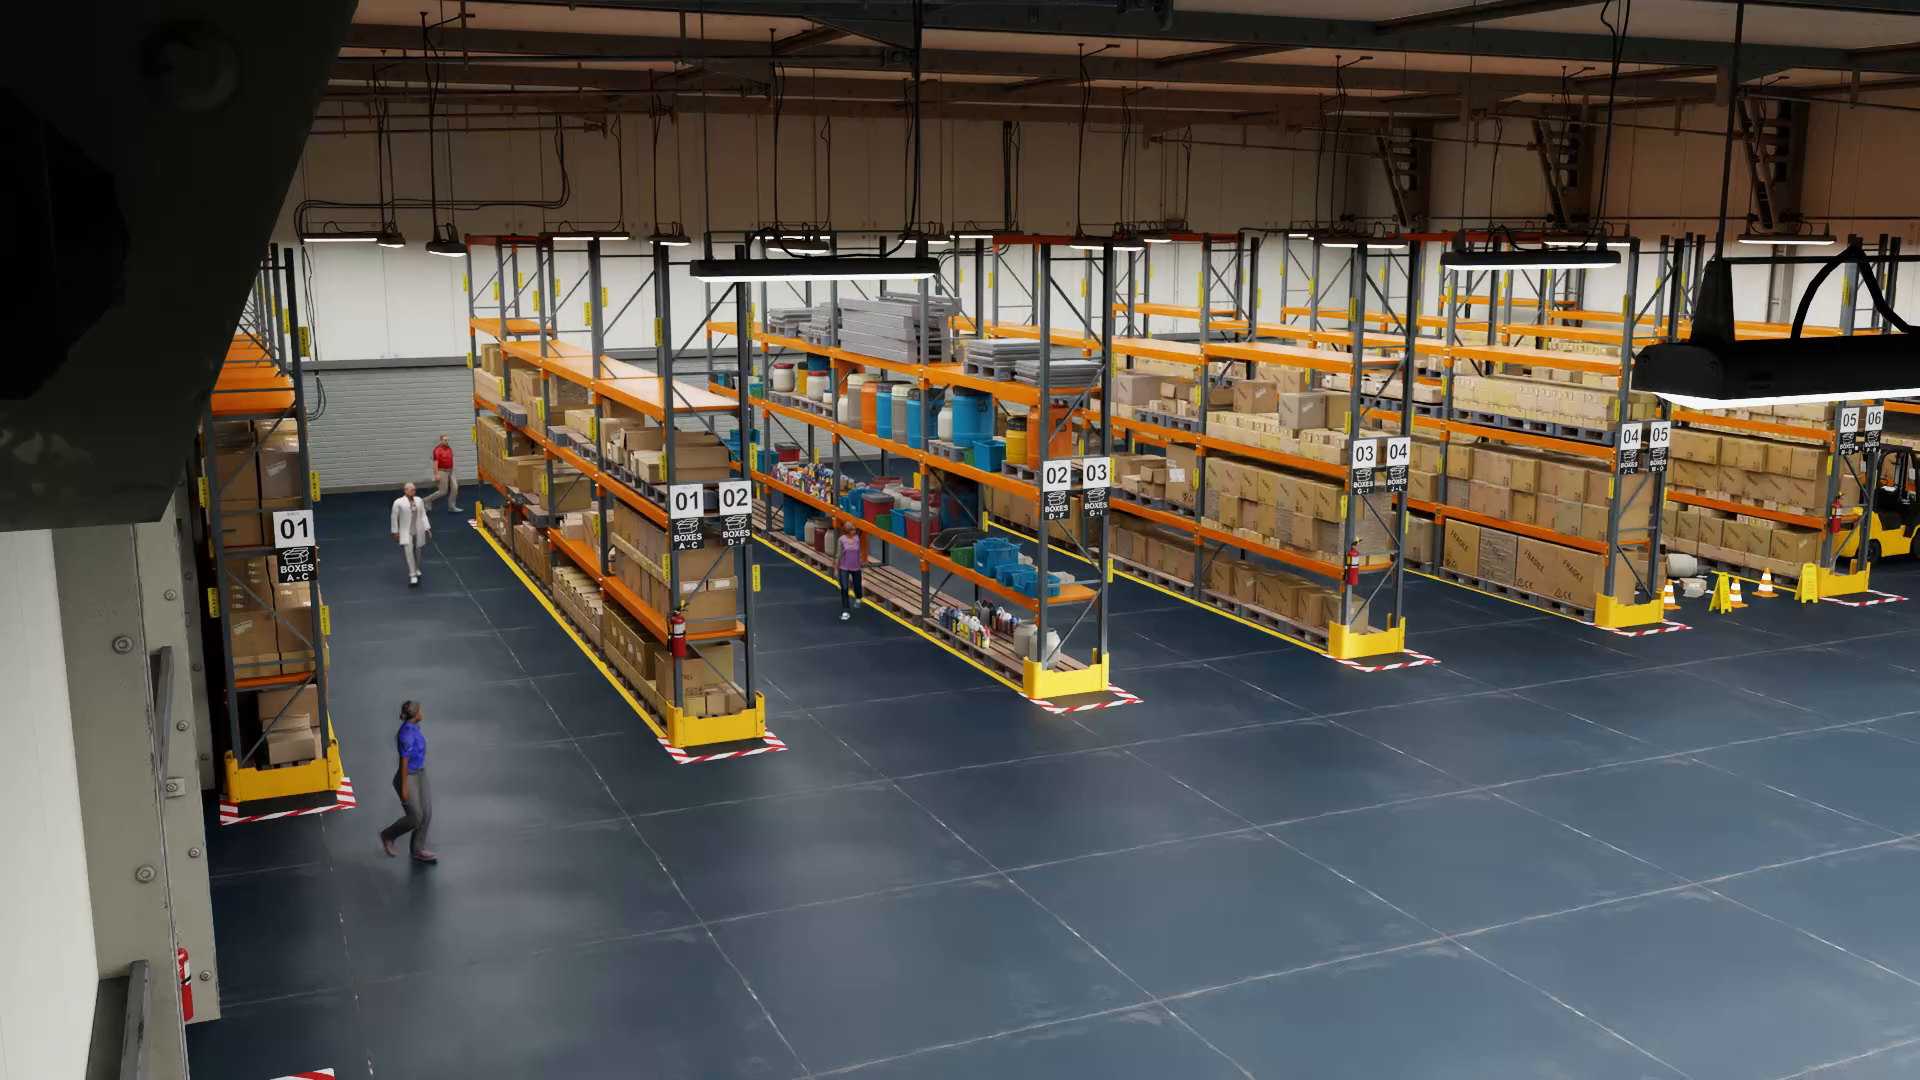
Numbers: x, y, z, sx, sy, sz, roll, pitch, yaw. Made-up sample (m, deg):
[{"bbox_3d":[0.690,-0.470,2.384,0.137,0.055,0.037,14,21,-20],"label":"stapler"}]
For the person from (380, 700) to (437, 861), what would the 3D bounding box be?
[{"bbox_3d":[-5.493,2.392,16.479,0.521,1.627,0.485,3,11,13],"label":"person"}]

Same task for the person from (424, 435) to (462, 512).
[{"bbox_3d":[-11.211,-1.445,36.069,0.719,1.698,0.598,2,11,11],"label":"person"}]

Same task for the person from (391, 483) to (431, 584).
[{"bbox_3d":[-9.624,-0.140,29.192,0.667,1.724,1.113,-5,12,-26],"label":"person"}]

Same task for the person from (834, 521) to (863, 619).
[{"bbox_3d":[-1.788,0.451,26.593,0.438,1.569,0.637,0,11,0],"label":"person"}]
